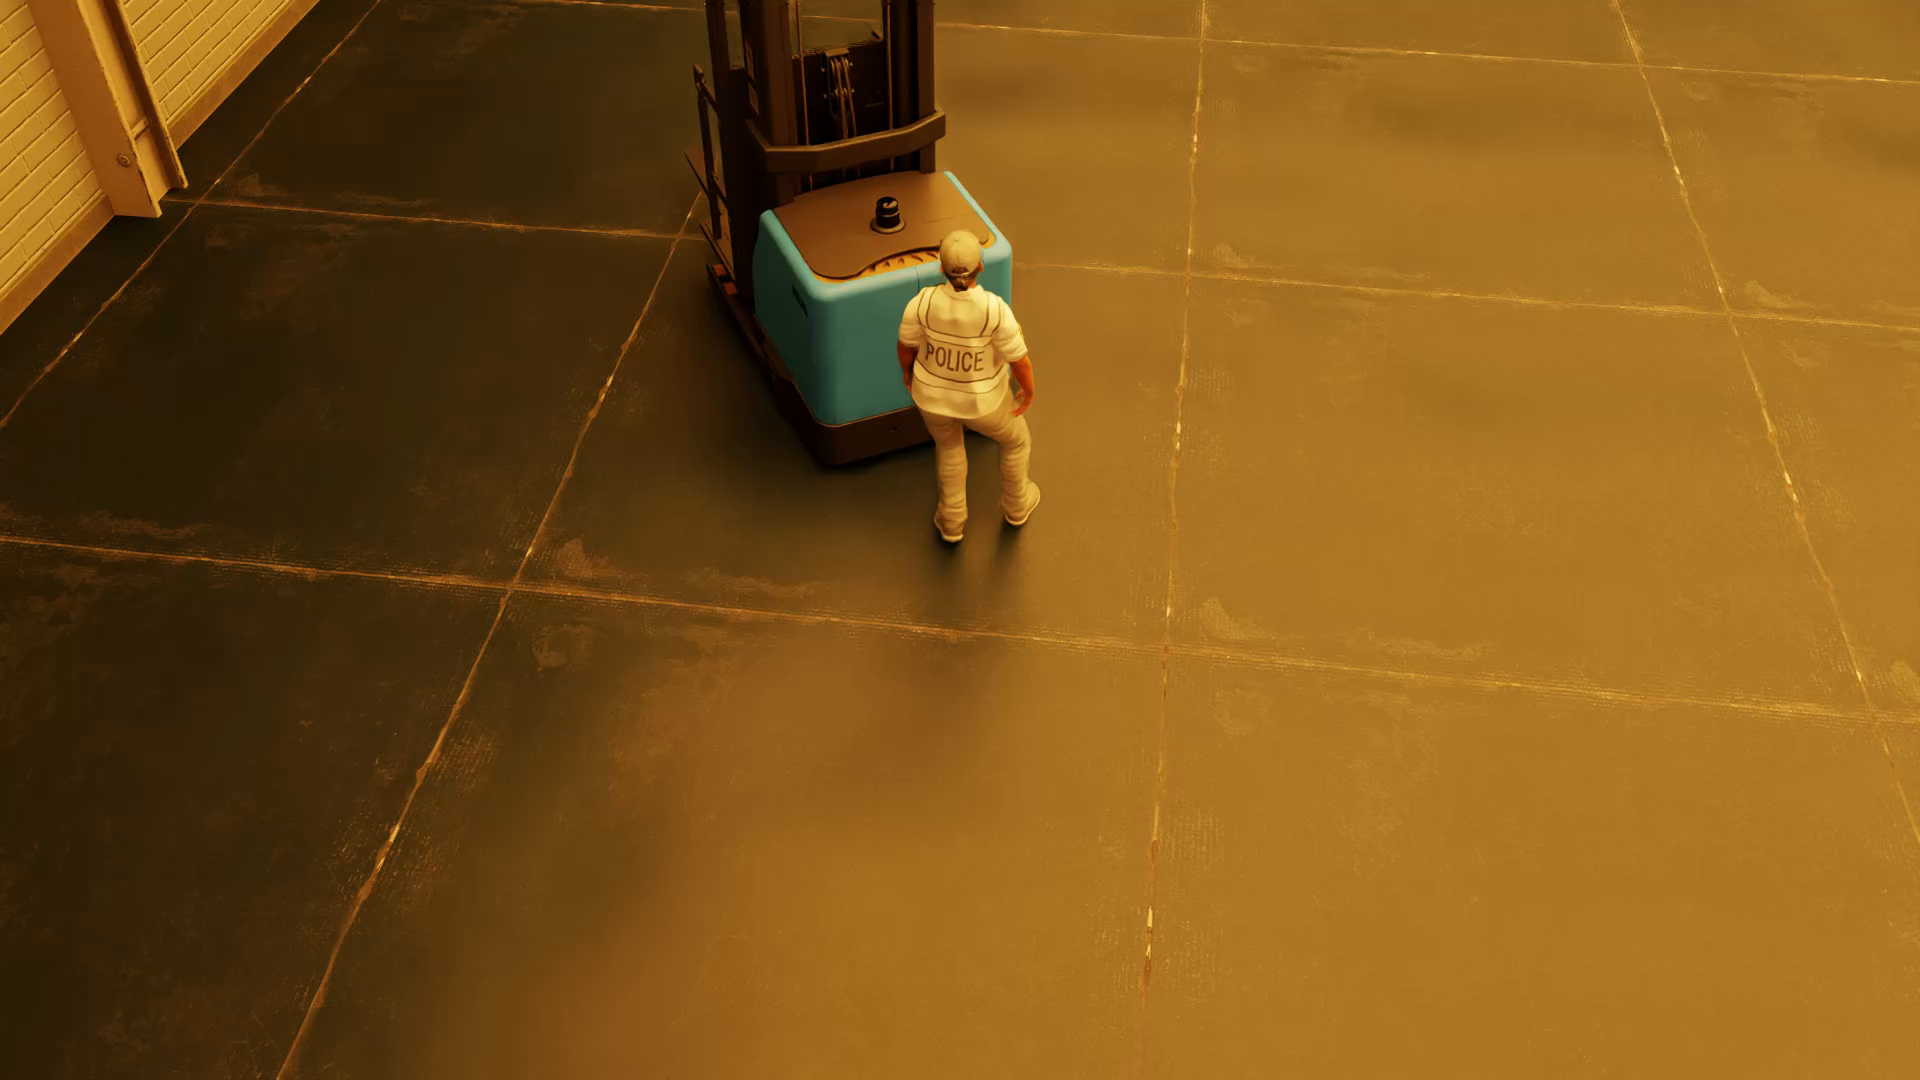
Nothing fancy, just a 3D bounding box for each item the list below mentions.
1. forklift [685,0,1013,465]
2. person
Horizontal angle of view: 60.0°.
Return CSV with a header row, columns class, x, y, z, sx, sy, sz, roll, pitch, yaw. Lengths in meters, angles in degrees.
class,x,y,z,sx,sy,sz,roll,pitch,yaw
forklift,-0.779,-2.456,8.398,1.130,2.935,3.031,-16,45,-17
person,0.046,-0.715,7.476,0.614,1.654,0.540,9,43,10
